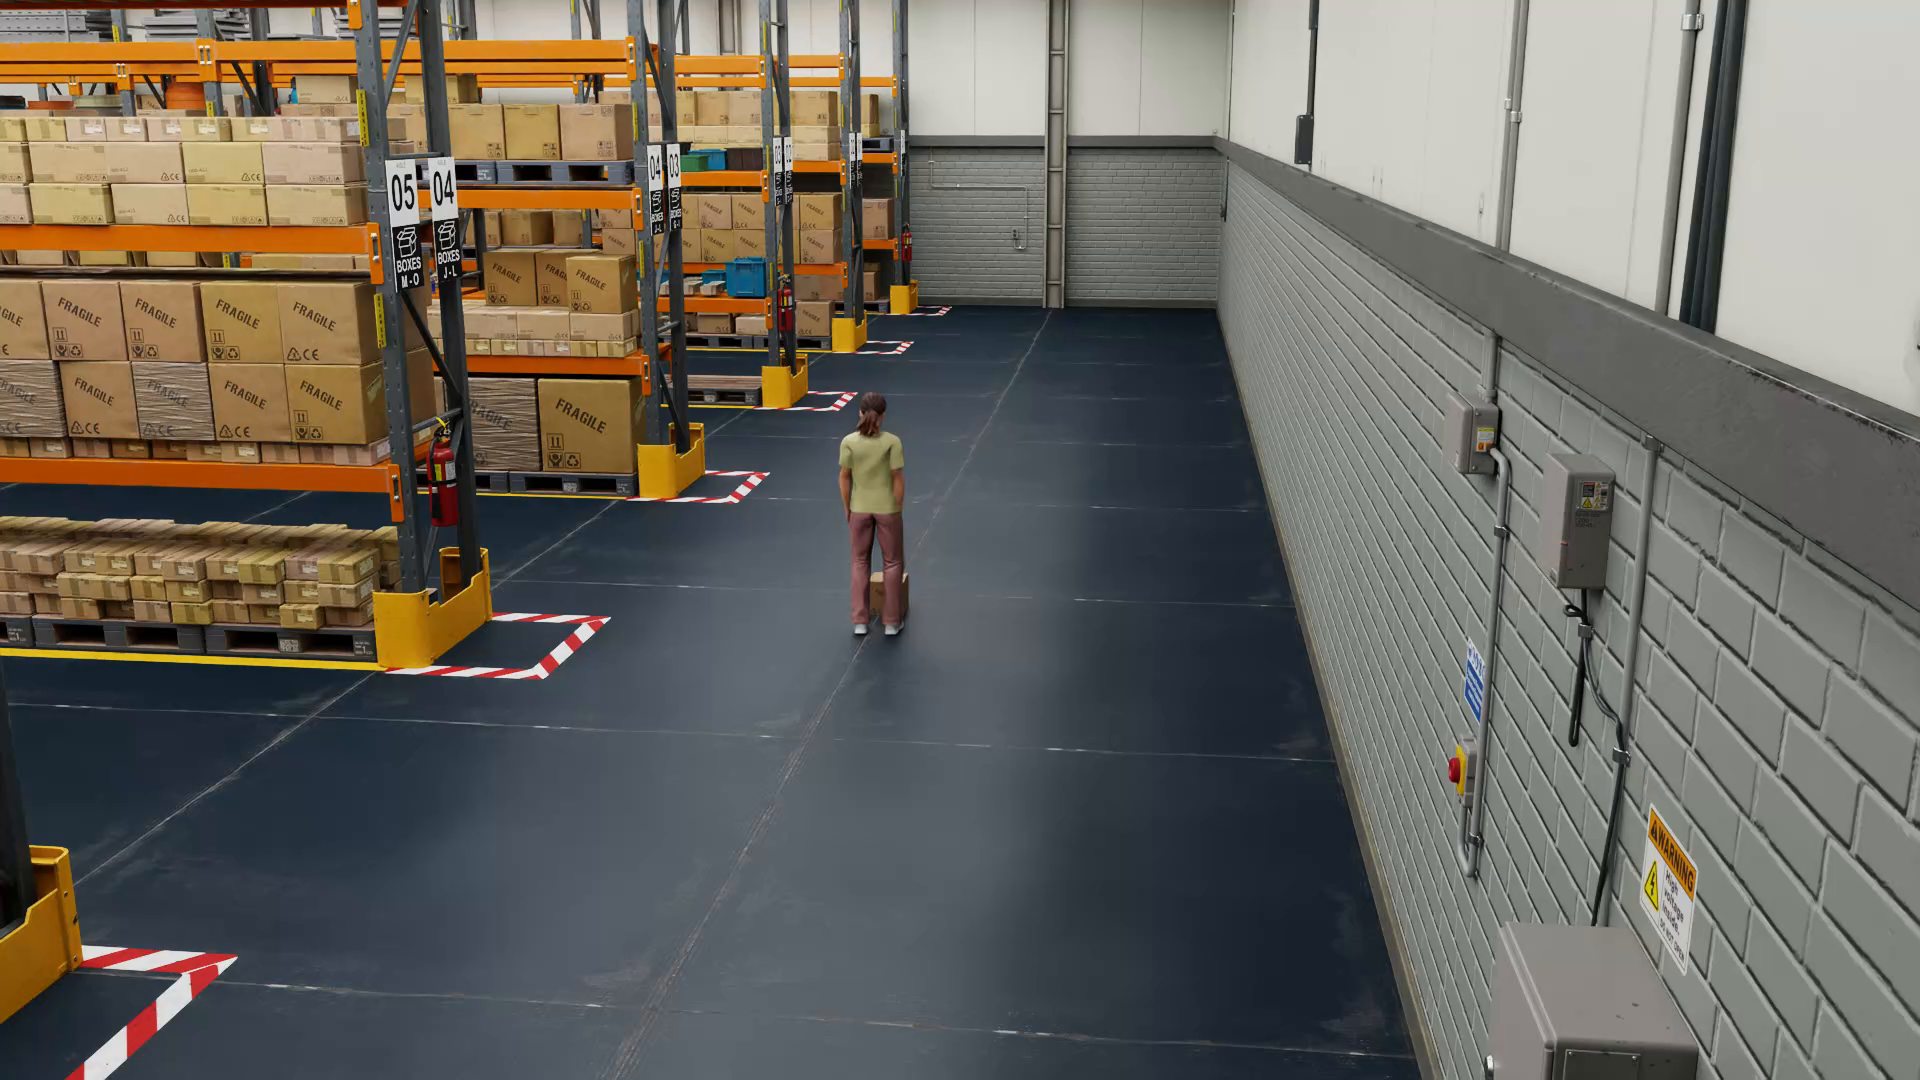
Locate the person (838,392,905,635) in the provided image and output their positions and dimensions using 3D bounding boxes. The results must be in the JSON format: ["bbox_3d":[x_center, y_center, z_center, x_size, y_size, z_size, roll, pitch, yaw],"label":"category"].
[{"bbox_3d":[-0.592,-0.175,11.322,0.452,1.666,0.354,2,14,8],"label":"person"}]
